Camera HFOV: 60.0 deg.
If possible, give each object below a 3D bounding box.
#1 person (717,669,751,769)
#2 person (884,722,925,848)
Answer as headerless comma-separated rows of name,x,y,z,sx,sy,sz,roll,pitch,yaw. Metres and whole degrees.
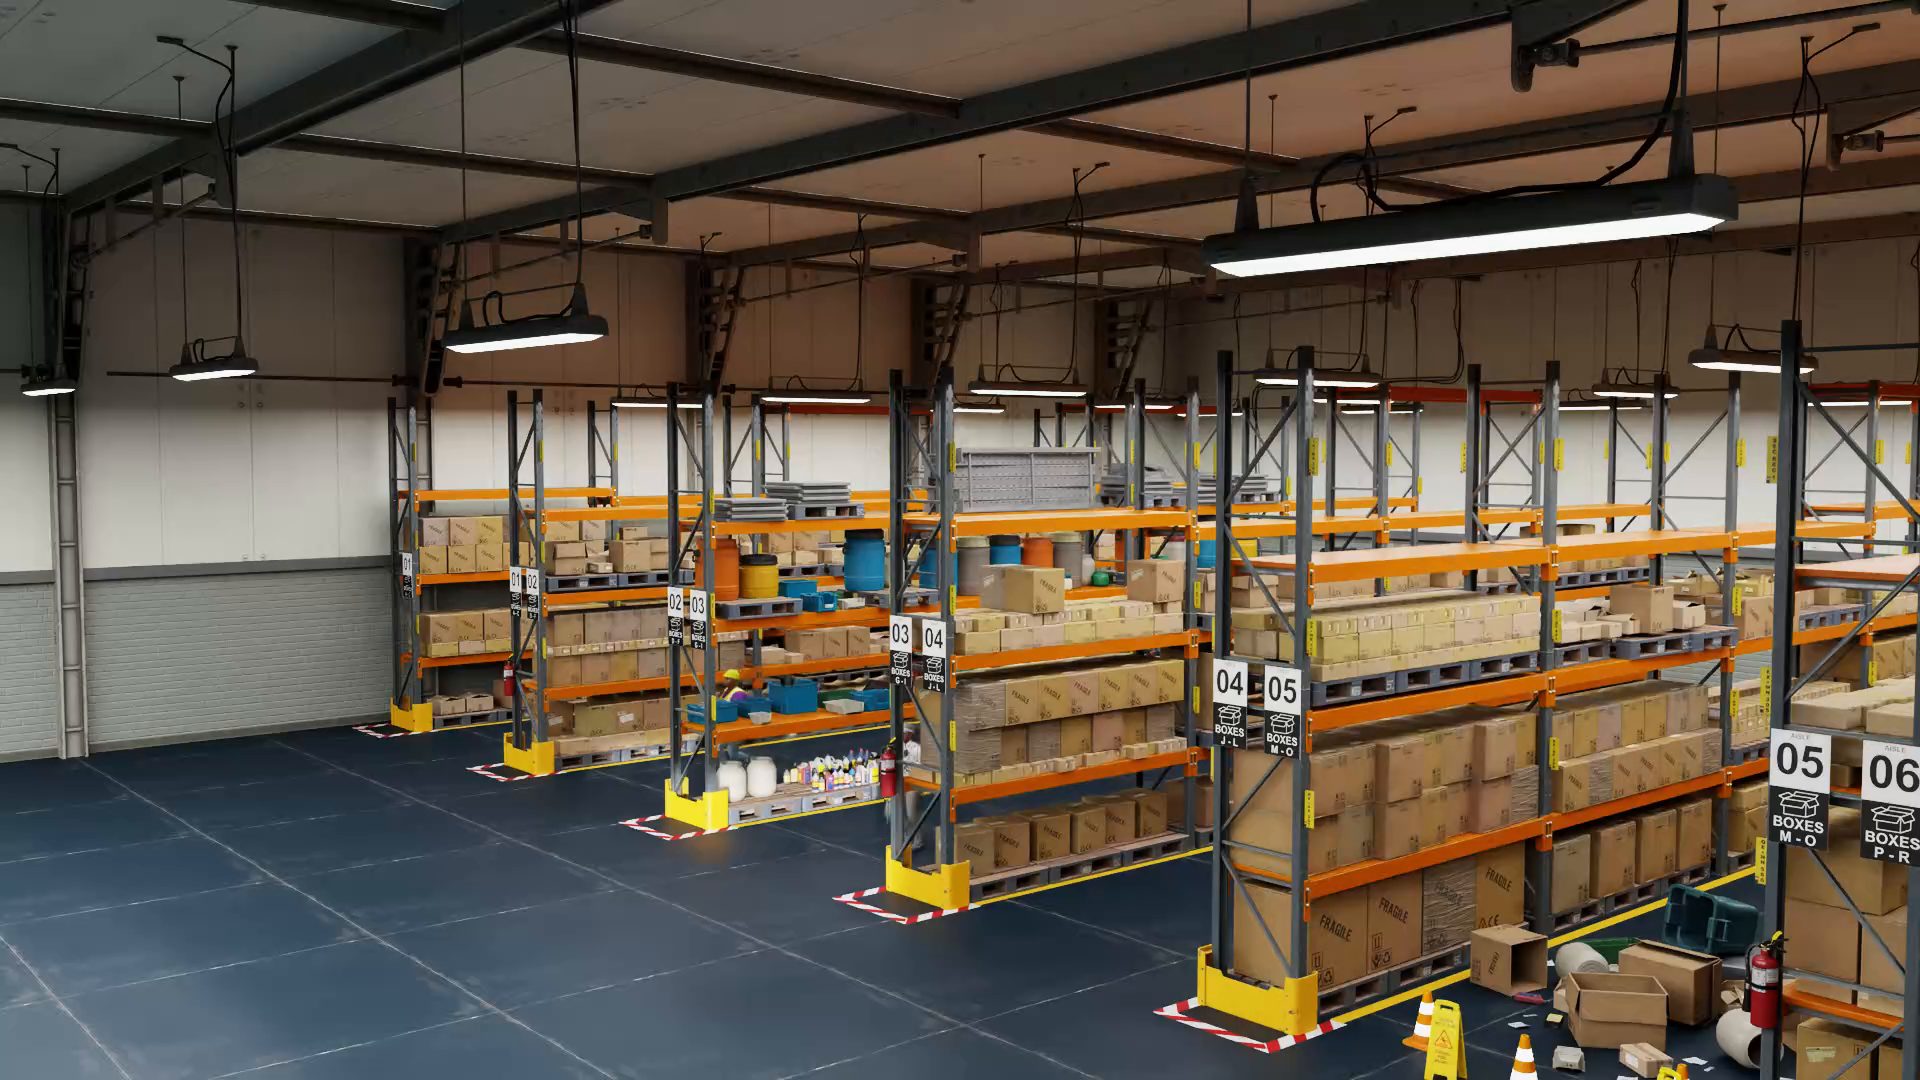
person,-3.411,2.820,25.003,0.827,1.769,0.701,-2,4,-35
person,-0.706,3.096,20.976,0.543,1.650,0.723,2,4,36
